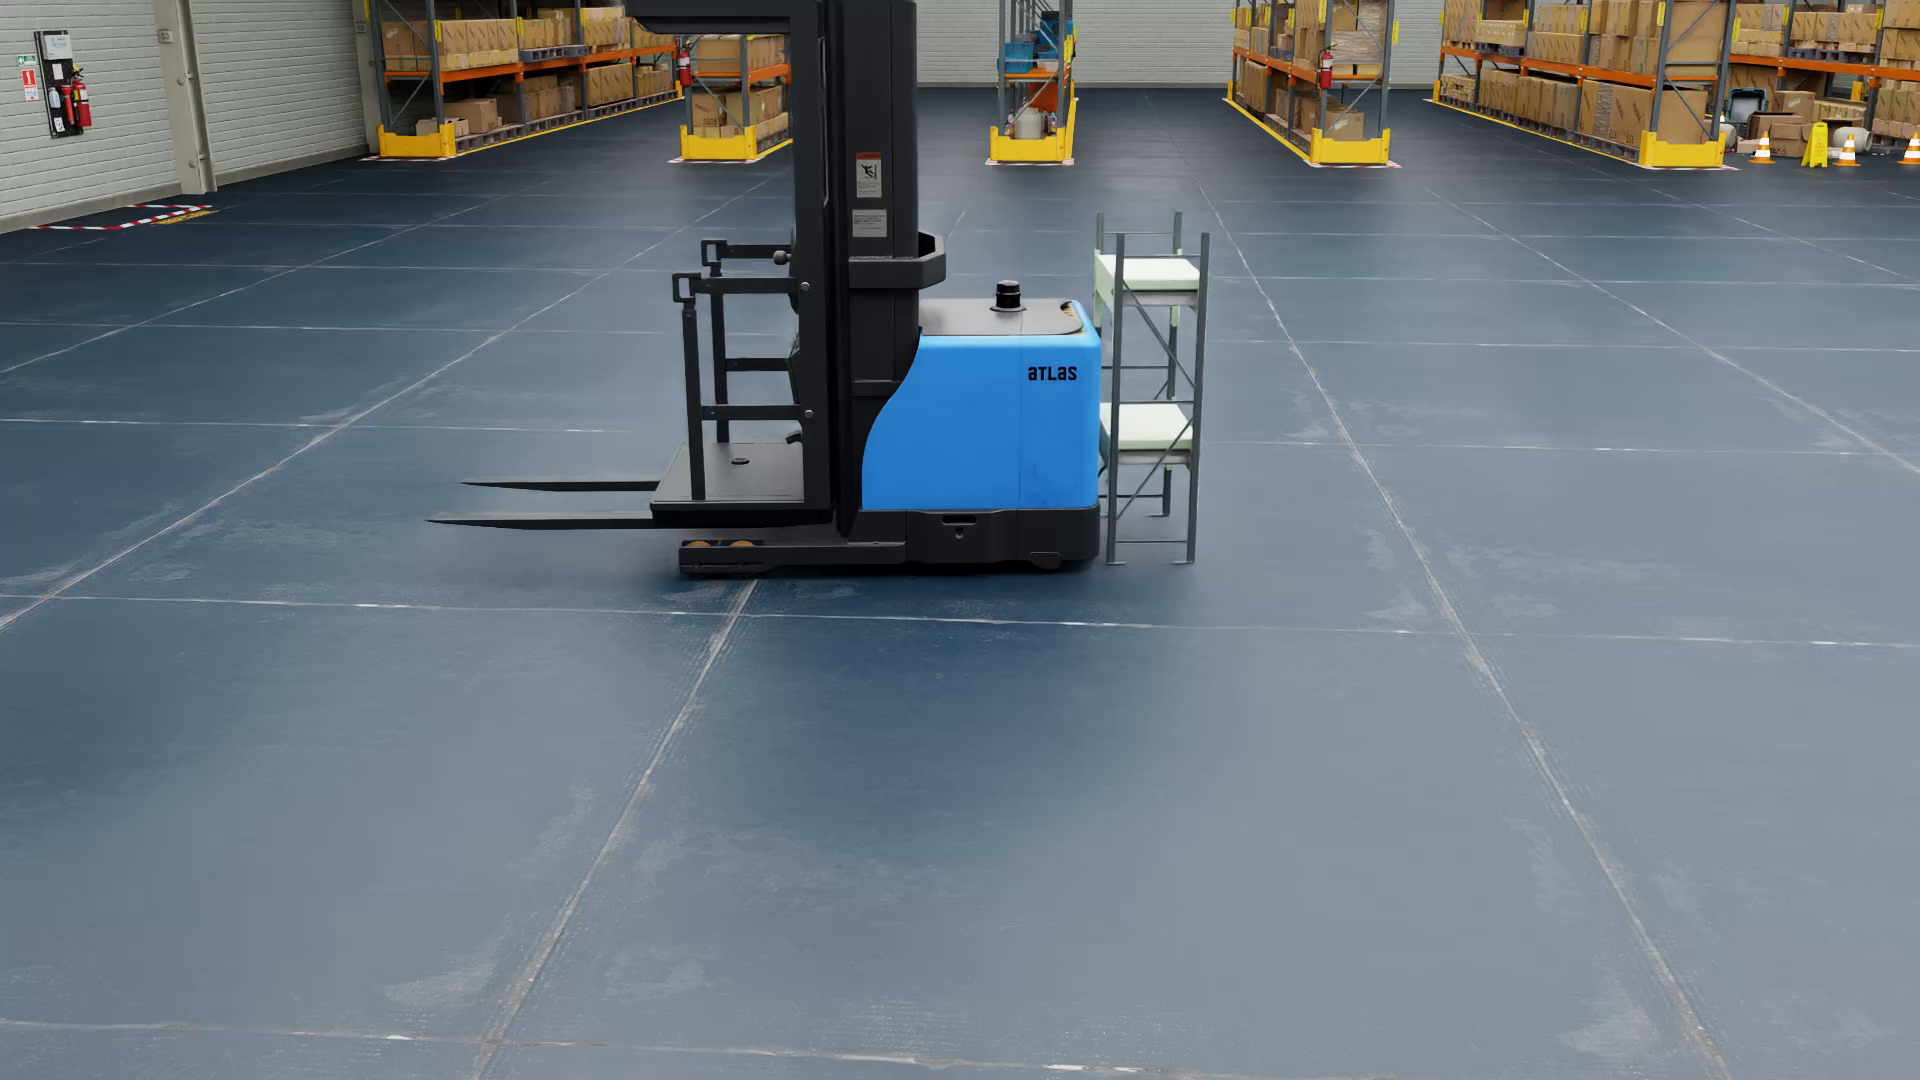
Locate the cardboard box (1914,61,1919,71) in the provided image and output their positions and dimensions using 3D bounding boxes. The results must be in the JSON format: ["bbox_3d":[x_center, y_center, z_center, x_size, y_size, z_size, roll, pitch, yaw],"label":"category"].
[{"bbox_3d":[15.774,-7.708,27.032,0.380,0.149,0.250,1,18,4],"label":"cardboard box"}]

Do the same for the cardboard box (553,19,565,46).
[{"bbox_3d":[-8.239,-10.046,32.898,0.700,0.500,0.500,0,18,-1],"label":"cardboard box"}]

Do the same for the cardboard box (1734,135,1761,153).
[{"bbox_3d":[12.987,-6.520,27.394,0.396,0.266,0.258,4,19,13],"label":"cardboard box"}]

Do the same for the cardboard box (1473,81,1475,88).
[{"bbox_3d":[11.612,-10.122,36.946,0.380,0.149,0.250,2,18,5],"label":"cardboard box"}]

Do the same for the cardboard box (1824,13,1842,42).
[{"bbox_3d":[16.136,-9.329,30.263,0.500,0.500,0.500,1,18,2],"label":"cardboard box"}]

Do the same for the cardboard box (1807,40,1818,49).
[{"bbox_3d":[16.136,-9.284,31.170,0.380,0.149,0.250,1,18,4],"label":"cardboard box"}]

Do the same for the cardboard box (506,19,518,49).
[{"bbox_3d":[-8.214,-9.009,29.603,0.500,0.500,0.500,1,18,4],"label":"cardboard box"}]

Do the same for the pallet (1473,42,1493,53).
[{"bbox_3d":[11.647,-10.553,35.621,1.003,0.211,1.213,1,18,4],"label":"pallet"}]

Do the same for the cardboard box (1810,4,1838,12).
[{"bbox_3d":[16.784,-10.227,32.552,0.500,0.500,0.500,1,18,2],"label":"cardboard box"}]

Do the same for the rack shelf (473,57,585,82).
[{"bbox_3d":[-8.345,-9.147,32.176,1.077,0.370,4.000,1,18,4],"label":"rack shelf"}]

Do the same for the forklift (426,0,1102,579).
[{"bbox_3d":[-0.897,-1.386,7.445,3.031,2.935,1.130,0,18,-1],"label":"forklift"}]

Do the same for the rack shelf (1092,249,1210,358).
[{"bbox_3d":[0.857,-1.089,7.584,0.431,0.370,0.720,-1,18,-2],"label":"rack shelf"}]

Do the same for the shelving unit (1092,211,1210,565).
[{"bbox_3d":[0.857,-0.718,7.706,0.431,1.500,0.755,-1,18,-2],"label":"shelving unit"}]

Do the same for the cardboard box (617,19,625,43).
[{"bbox_3d":[-7.723,-11.243,36.747,0.500,0.500,0.500,1,18,4],"label":"cardboard box"}]

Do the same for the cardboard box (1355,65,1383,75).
[{"bbox_3d":[6.305,-7.257,25.658,0.380,0.149,0.250,1,18,4],"label":"cardboard box"}]

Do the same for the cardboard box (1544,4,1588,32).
[{"bbox_3d":[11.483,-9.863,31.438,0.700,0.500,0.500,1,18,3],"label":"cardboard box"}]

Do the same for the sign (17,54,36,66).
[{"bbox_3d":[-10.367,-5.333,18.471,0.001,0.109,0.331,1,18,4],"label":"sign"}]

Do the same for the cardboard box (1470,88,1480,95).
[{"bbox_3d":[11.552,-9.970,36.958,0.380,0.149,0.250,2,18,5],"label":"cardboard box"}]

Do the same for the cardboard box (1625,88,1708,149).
[{"bbox_3d":[10.969,-6.554,25.844,0.875,0.875,0.875,1,18,4],"label":"cardboard box"}]

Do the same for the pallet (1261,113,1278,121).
[{"bbox_3d":[6.752,-8.696,34.124,1.003,0.211,1.213,1,18,4],"label":"pallet"}]

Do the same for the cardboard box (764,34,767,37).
[{"bbox_3d":[-3.462,-8.548,27.990,0.380,0.149,0.250,2,18,6],"label":"cardboard box"}]

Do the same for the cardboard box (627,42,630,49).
[{"bbox_3d":[-7.657,-11.131,37.448,0.380,0.149,0.250,1,18,4],"label":"cardboard box"}]

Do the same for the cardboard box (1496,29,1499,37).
[{"bbox_3d":[11.231,-10.422,34.163,0.380,0.149,0.250,2,18,5],"label":"cardboard box"}]

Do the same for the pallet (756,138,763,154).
[{"bbox_3d":[-3.821,-6.429,27.205,1.003,0.211,1.213,1,18,4],"label":"pallet"}]

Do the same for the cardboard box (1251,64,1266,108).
[{"bbox_3d":[6.762,-9.459,34.710,1.225,0.875,0.875,1,18,4],"label":"cardboard box"}]

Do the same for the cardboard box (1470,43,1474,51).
[{"bbox_3d":[11.543,-10.935,36.883,0.380,0.149,0.250,1,18,2],"label":"cardboard box"}]

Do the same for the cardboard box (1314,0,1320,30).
[{"bbox_3d":[5.869,-8.289,26.160,0.500,0.500,0.500,1,18,4],"label":"cardboard box"}]

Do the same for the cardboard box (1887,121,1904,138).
[{"bbox_3d":[15.879,-6.864,27.796,0.500,0.250,0.500,2,18,7],"label":"cardboard box"}]

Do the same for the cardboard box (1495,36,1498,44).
[{"bbox_3d":[11.234,-10.278,34.202,0.380,0.149,0.250,2,18,6],"label":"cardboard box"}]

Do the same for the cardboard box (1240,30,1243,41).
[{"bbox_3d":[6.787,-11.710,38.607,0.500,0.250,0.500,1,18,3],"label":"cardboard box"}]

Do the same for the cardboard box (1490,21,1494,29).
[{"bbox_3d":[11.268,-10.728,34.619,0.380,0.149,0.250,2,18,6],"label":"cardboard box"}]

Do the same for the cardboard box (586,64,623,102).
[{"bbox_3d":[-7.893,-10.049,36.553,0.750,0.750,0.750,2,18,6],"label":"cardboard box"}]

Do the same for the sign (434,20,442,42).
[{"bbox_3d":[-8.234,-8.025,26.206,0.100,0.325,0.005,1,18,4],"label":"sign"}]

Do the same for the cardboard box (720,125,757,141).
[{"bbox_3d":[-3.574,-6.570,26.899,0.500,0.250,0.500,1,18,4],"label":"cardboard box"}]

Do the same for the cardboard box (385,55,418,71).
[{"bbox_3d":[-8.935,-7.713,26.854,0.500,0.250,0.500,2,18,5],"label":"cardboard box"}]

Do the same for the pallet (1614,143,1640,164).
[{"bbox_3d":[10.966,-6.076,26.129,1.003,0.211,1.213,1,18,4],"label":"pallet"}]

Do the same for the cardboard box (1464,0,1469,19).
[{"bbox_3d":[11.693,-12.014,37.526,0.500,0.500,0.500,2,18,5],"label":"cardboard box"}]

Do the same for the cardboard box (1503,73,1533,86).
[{"bbox_3d":[11.373,-9.380,33.866,0.500,0.250,0.500,2,18,5],"label":"cardboard box"}]

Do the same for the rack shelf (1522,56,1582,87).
[{"bbox_3d":[11.417,-8.673,30.730,1.077,0.370,4.000,1,18,4],"label":"rack shelf"}]

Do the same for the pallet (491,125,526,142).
[{"bbox_3d":[-8.501,-7.333,29.964,1.003,0.211,1.213,1,18,4],"label":"pallet"}]

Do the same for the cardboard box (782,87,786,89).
[{"bbox_3d":[-3.659,-8.682,32.443,0.500,0.311,0.500,1,18,2],"label":"cardboard box"}]

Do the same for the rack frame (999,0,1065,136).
[{"bbox_3d":[1.106,-7.404,25.702,1.000,3.000,0.127,1,18,4],"label":"rack frame"}]

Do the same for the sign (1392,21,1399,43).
[{"bbox_3d":[6.588,-7.693,25.193,0.100,0.325,0.005,1,18,4],"label":"sign"}]

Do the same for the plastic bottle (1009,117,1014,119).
[{"bbox_3d":[0.856,-7.020,28.197,0.152,0.276,0.135,1,18,2],"label":"plastic bottle"}]

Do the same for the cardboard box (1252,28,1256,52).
[{"bbox_3d":[6.589,-10.775,35.828,0.500,0.500,0.500,1,18,4],"label":"cardboard box"}]

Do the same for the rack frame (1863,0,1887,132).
[{"bbox_3d":[16.218,-8.315,28.481,1.000,3.000,0.127,1,18,4],"label":"rack frame"}]

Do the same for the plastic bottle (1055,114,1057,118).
[{"bbox_3d":[1.650,-7.247,28.879,0.061,0.283,0.133,3,18,8],"label":"plastic bottle"}]

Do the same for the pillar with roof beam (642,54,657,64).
[{"bbox_3d":[-4.004,-16.207,42.933,9.100,9.000,0.400,1,18,4],"label":"pillar with roof beam"}]

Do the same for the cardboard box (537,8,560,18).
[{"bbox_3d":[-8.428,-10.811,34.226,0.500,0.250,0.500,2,18,5],"label":"cardboard box"}]

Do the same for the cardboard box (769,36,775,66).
[{"bbox_3d":[-3.604,-8.504,28.898,0.700,0.500,0.500,1,18,3],"label":"cardboard box"}]

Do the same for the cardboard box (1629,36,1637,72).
[{"bbox_3d":[11.151,-7.682,26.308,0.875,0.550,0.550,1,18,4],"label":"cardboard box"}]
